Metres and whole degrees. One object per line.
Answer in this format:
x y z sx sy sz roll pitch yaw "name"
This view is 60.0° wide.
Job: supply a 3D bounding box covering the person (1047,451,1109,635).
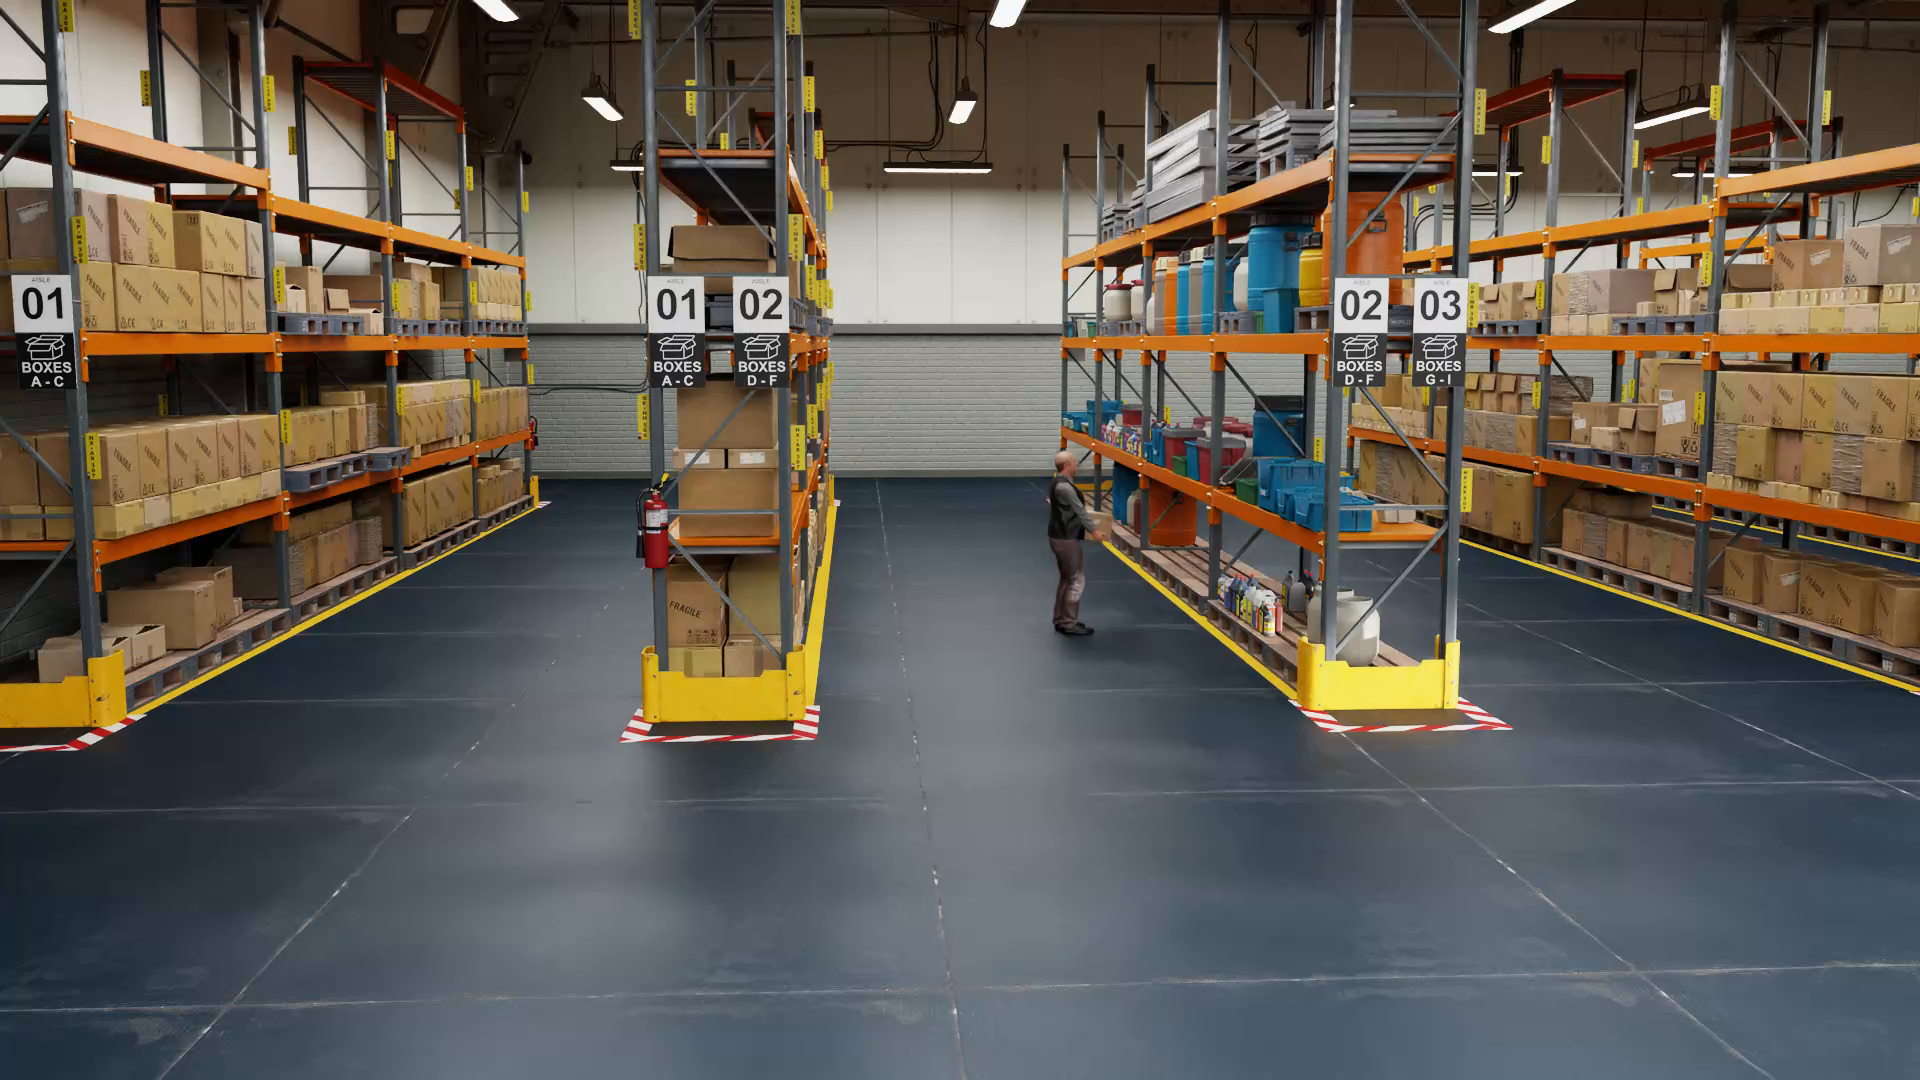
1.108 0.017 15.725 0.555 1.718 0.495 0 7 -3 "person"
